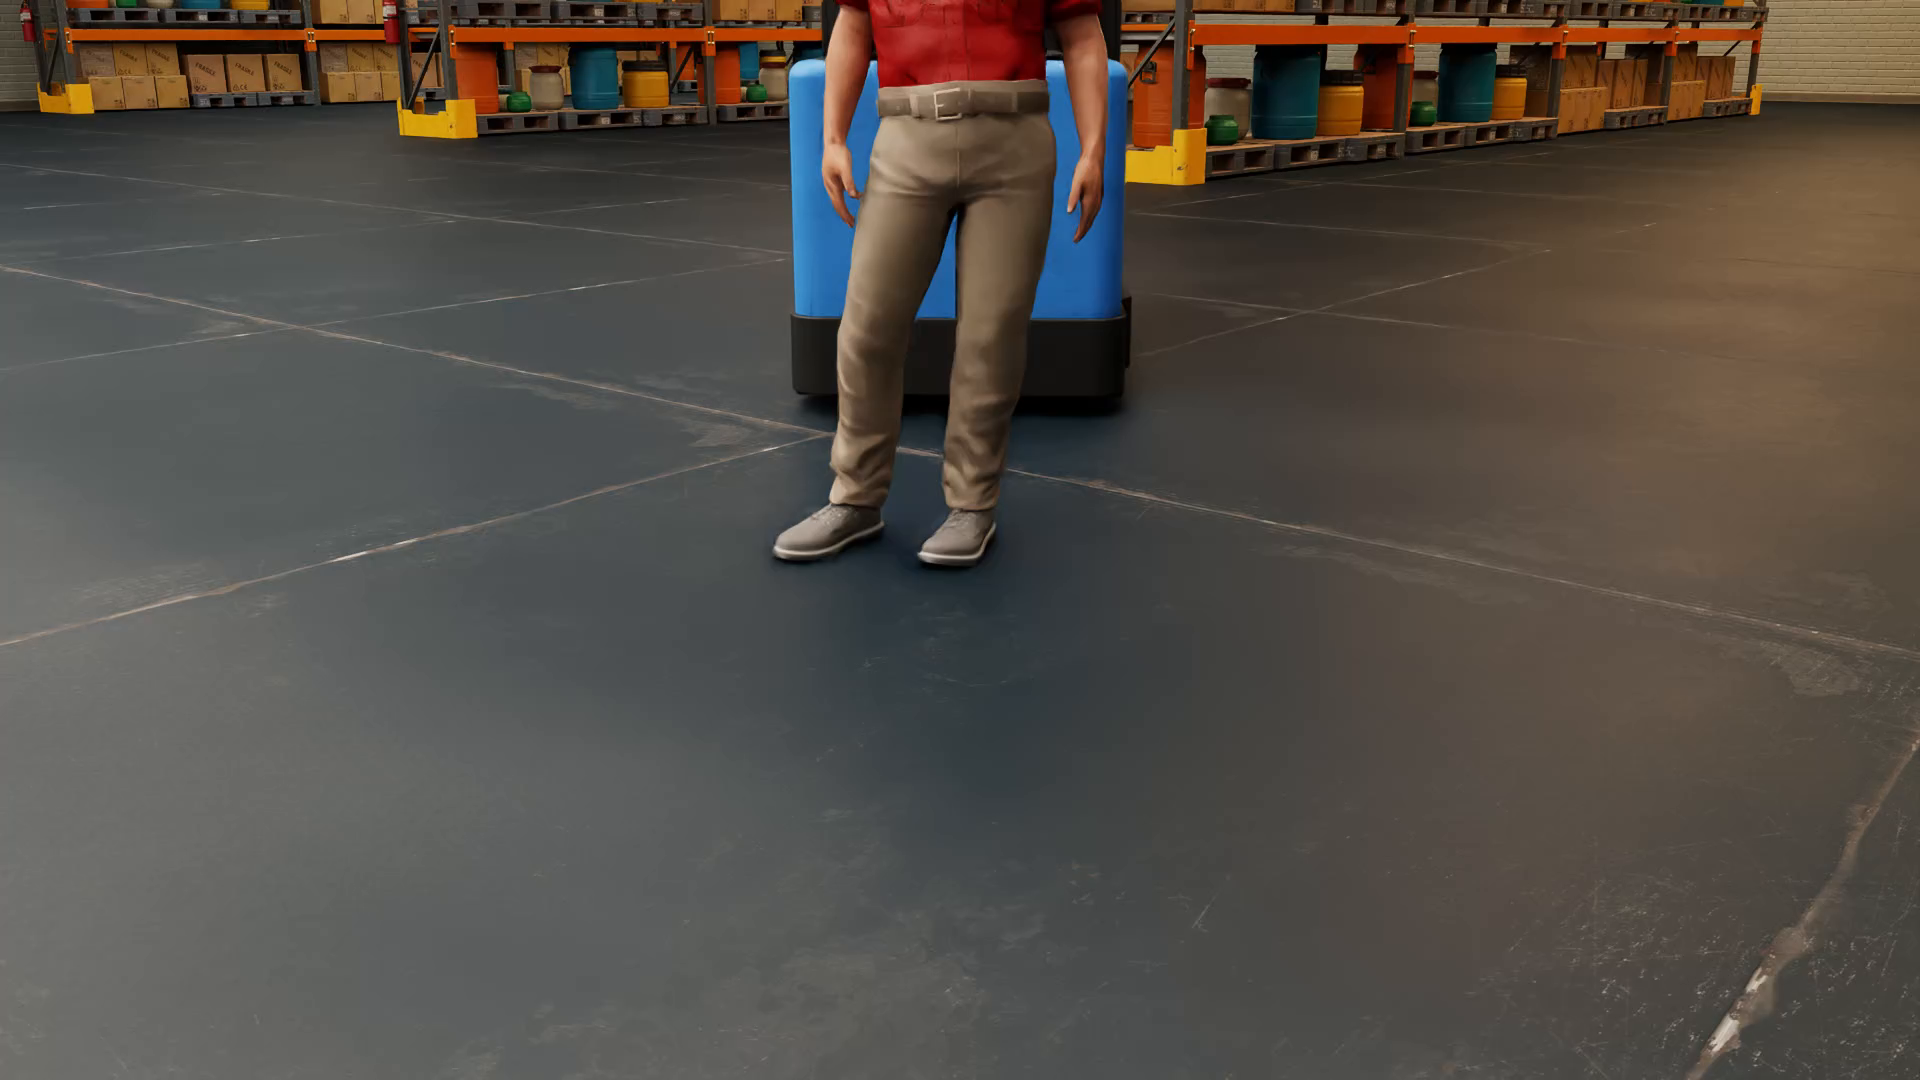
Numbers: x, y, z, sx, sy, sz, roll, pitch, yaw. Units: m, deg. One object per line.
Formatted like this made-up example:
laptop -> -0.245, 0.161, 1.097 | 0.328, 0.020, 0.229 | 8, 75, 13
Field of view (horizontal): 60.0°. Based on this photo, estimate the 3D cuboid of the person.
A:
person -> -0.049, -0.811, 3.650 | 0.743, 1.727, 0.421 | 1, 17, 4

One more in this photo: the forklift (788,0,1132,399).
forklift -> 0.052, -2.222, 6.214 | 1.130, 2.935, 3.031 | 1, 17, 2
